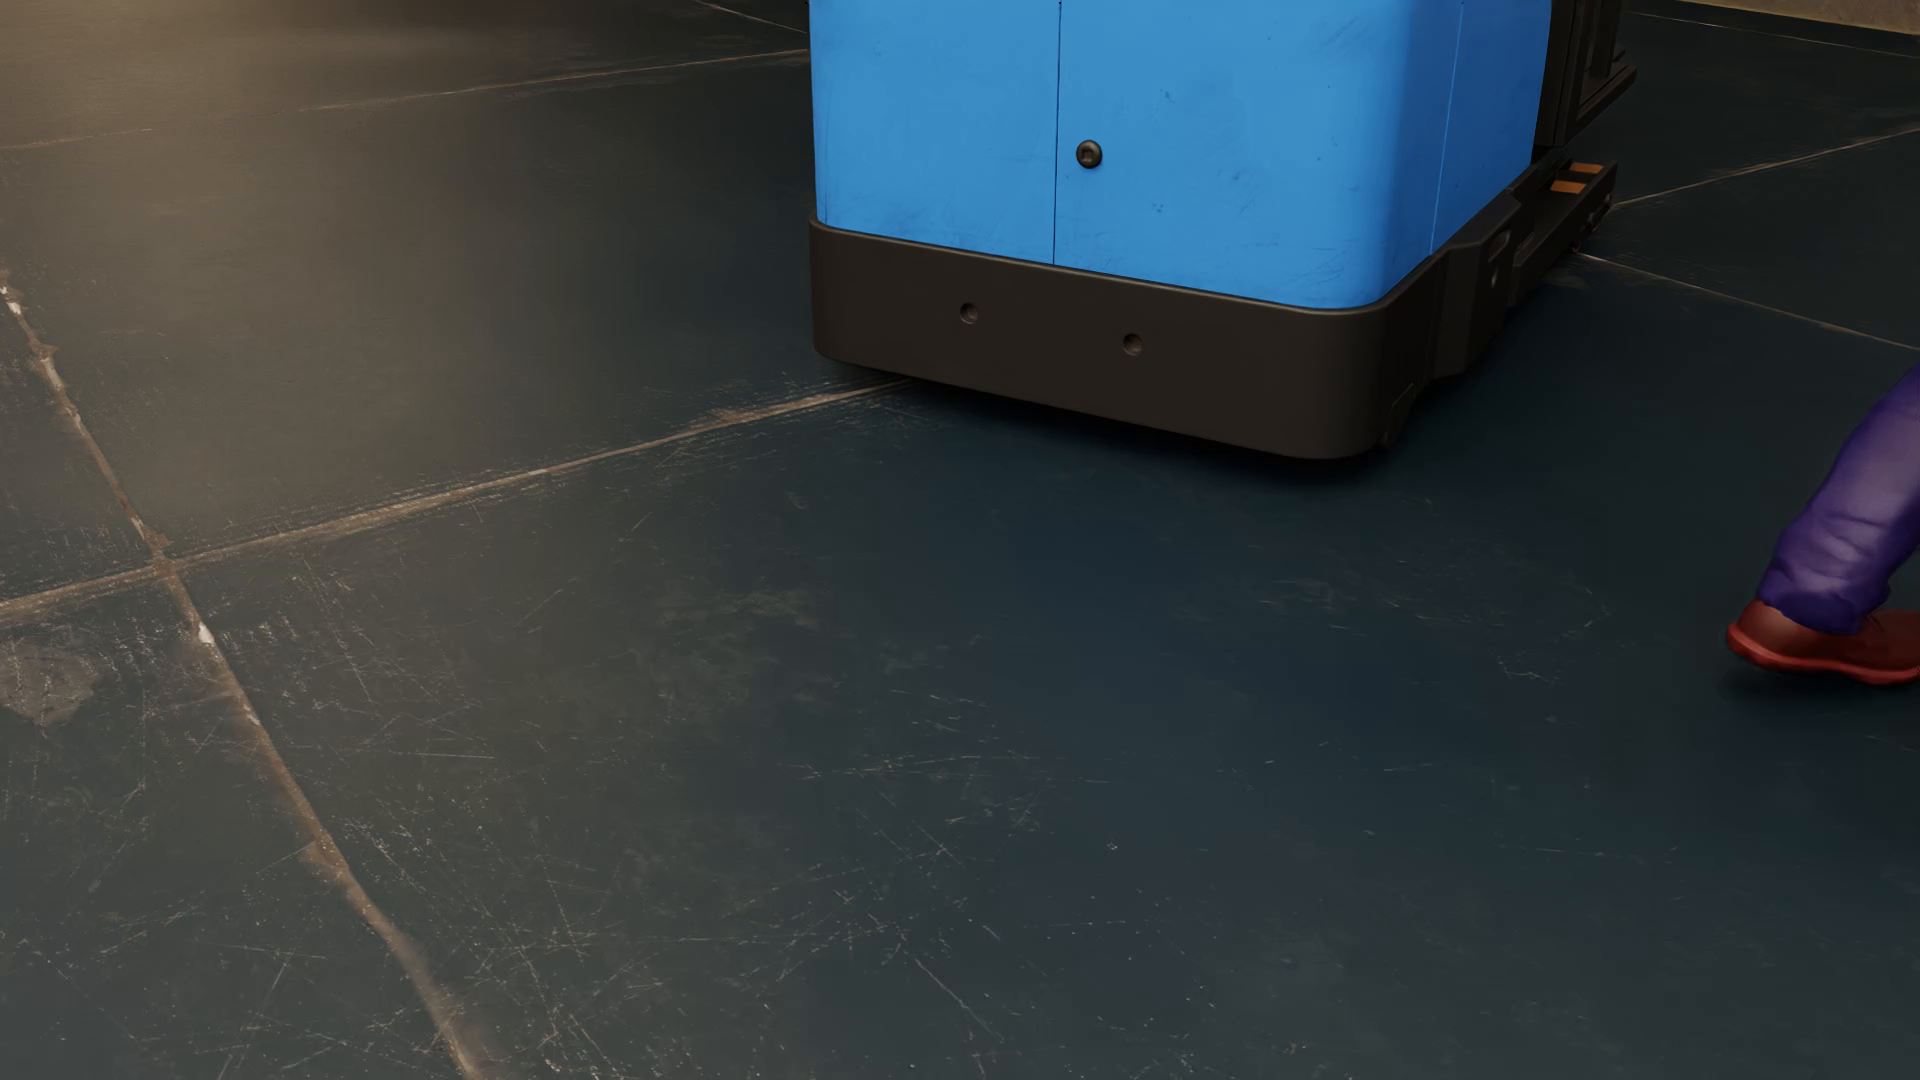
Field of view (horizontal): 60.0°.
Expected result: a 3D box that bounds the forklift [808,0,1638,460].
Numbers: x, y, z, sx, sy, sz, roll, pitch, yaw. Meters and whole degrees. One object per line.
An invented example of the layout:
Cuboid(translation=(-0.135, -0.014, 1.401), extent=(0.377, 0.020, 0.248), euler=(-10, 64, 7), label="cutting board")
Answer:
Cuboid(translation=(0.906, -2.057, 3.332), extent=(1.130, 2.935, 3.031), euler=(15, 30, 27), label="forklift")

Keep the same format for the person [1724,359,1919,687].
Cuboid(translation=(1.388, -0.354, 1.658), extent=(0.510, 1.565, 0.946), euler=(-23, 35, -38), label="person")
